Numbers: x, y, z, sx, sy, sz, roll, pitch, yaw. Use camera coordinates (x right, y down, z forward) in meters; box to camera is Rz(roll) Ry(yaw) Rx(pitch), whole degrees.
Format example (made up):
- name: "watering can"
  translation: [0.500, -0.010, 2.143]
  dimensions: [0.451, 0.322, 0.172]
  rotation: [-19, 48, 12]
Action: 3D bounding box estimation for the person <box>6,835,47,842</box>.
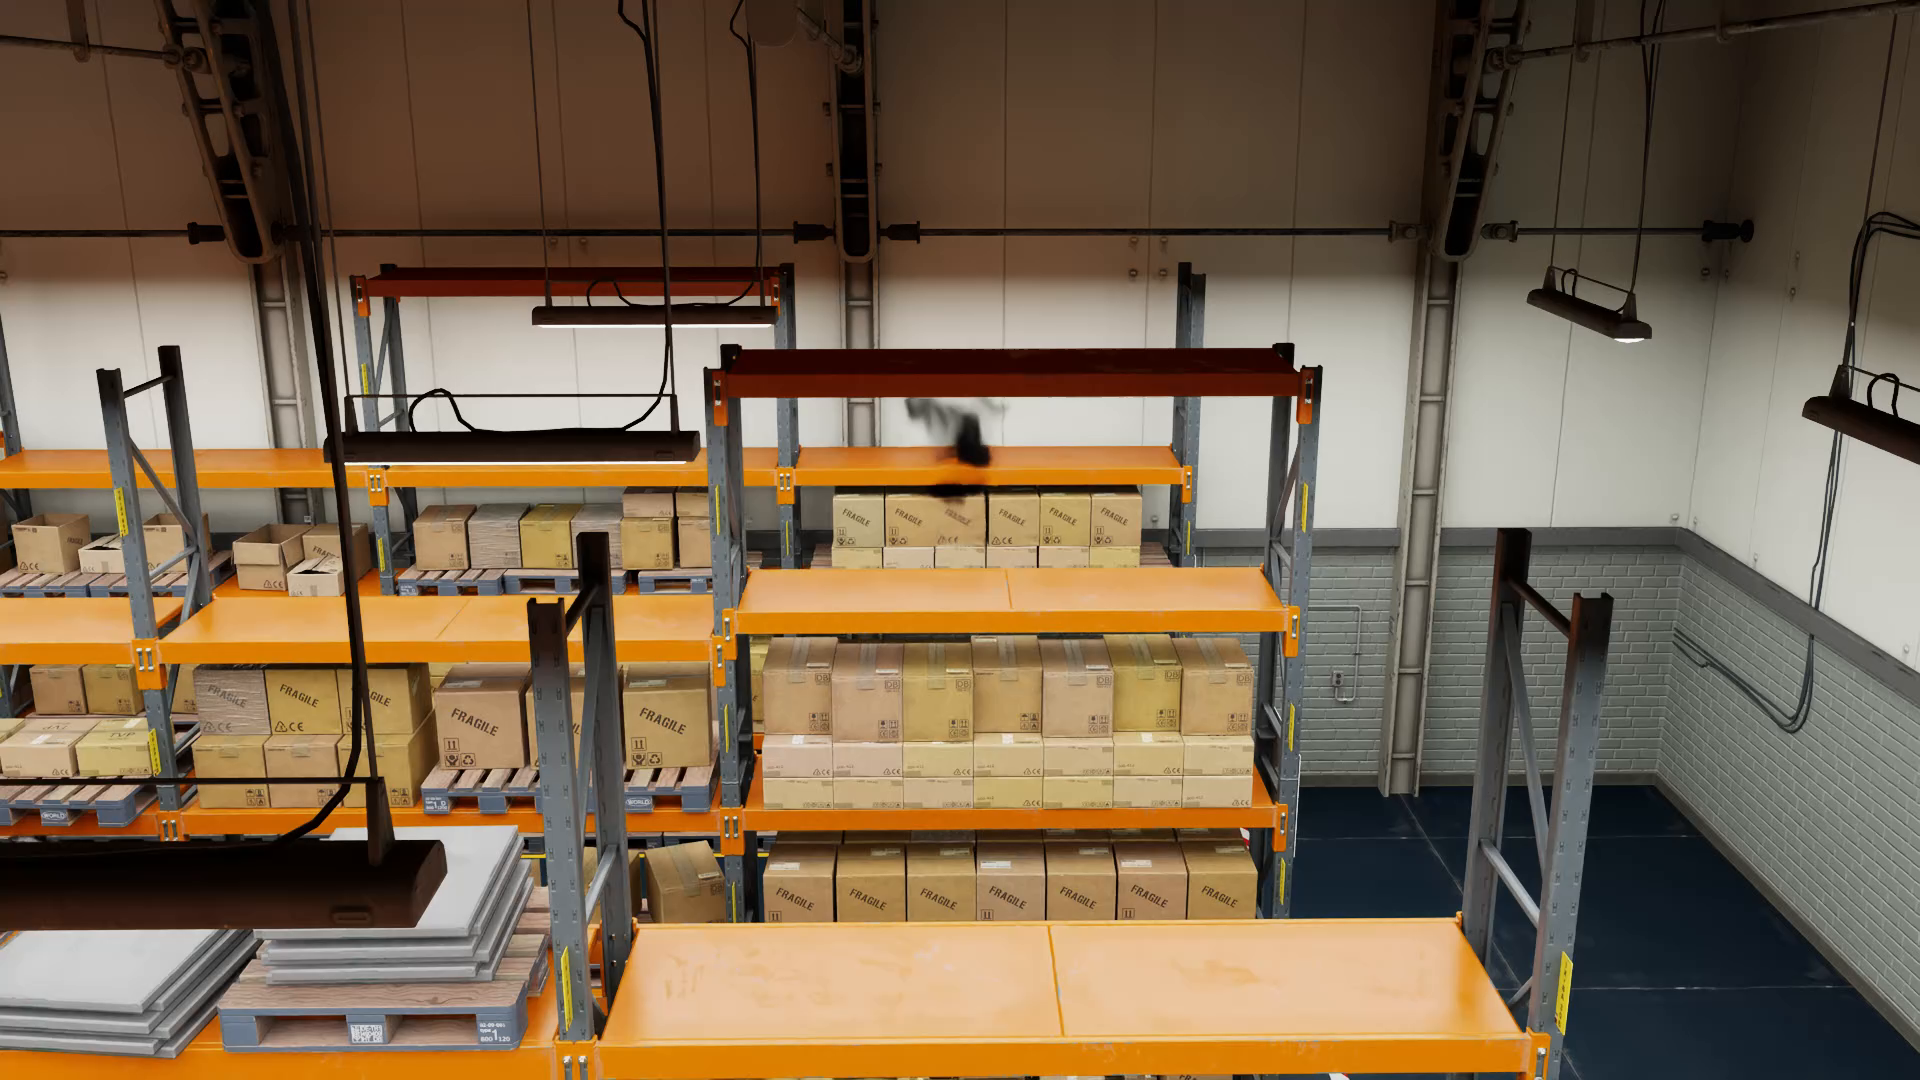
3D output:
- name: "person"
  translation: [-8.245, 3.100, 14.764]
  dimensions: [0.971, 1.707, 0.657]
  rotation: [-3, 16, -9]
